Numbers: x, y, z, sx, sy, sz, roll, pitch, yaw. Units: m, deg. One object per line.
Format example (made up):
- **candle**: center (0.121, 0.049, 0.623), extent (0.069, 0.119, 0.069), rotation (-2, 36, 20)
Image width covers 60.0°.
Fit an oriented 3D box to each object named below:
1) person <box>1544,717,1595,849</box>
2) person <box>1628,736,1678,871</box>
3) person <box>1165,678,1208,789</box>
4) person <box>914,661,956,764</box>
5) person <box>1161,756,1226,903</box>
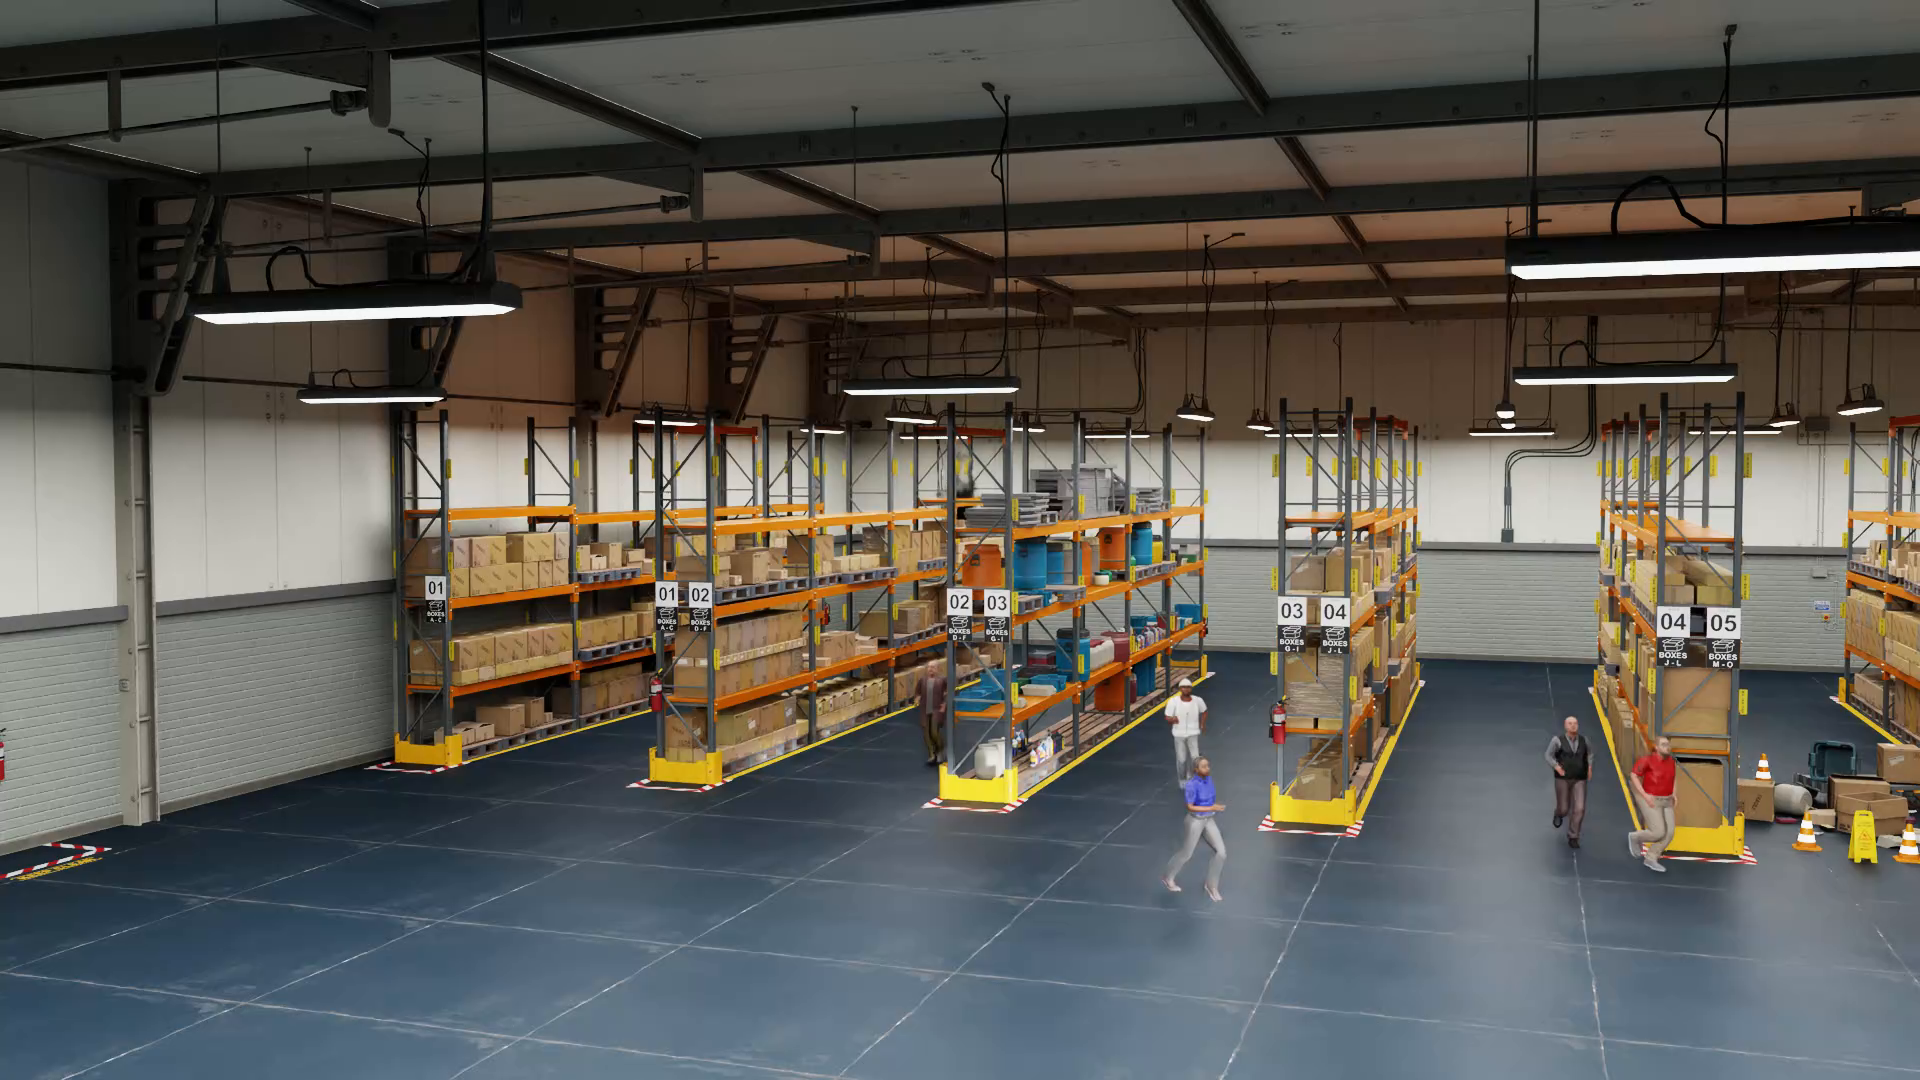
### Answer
- **person**: center (8.175, 3.304, 22.248), extent (0.680, 1.517, 0.847), rotation (0, 2, 5)
- **person**: center (8.690, 3.282, 20.831), extent (0.649, 1.680, 0.574), rotation (-1, 3, -25)
- **person**: center (3.493, 3.030, 25.614), extent (0.676, 1.783, 0.661), rotation (0, 2, 4)
- **person**: center (-0.483, 2.919, 28.066), extent (0.697, 1.741, 0.639), rotation (1, 3, 19)
- **person**: center (2.786, 3.351, 19.363), extent (0.584, 1.697, 0.855), rotation (-2, 3, -38)
